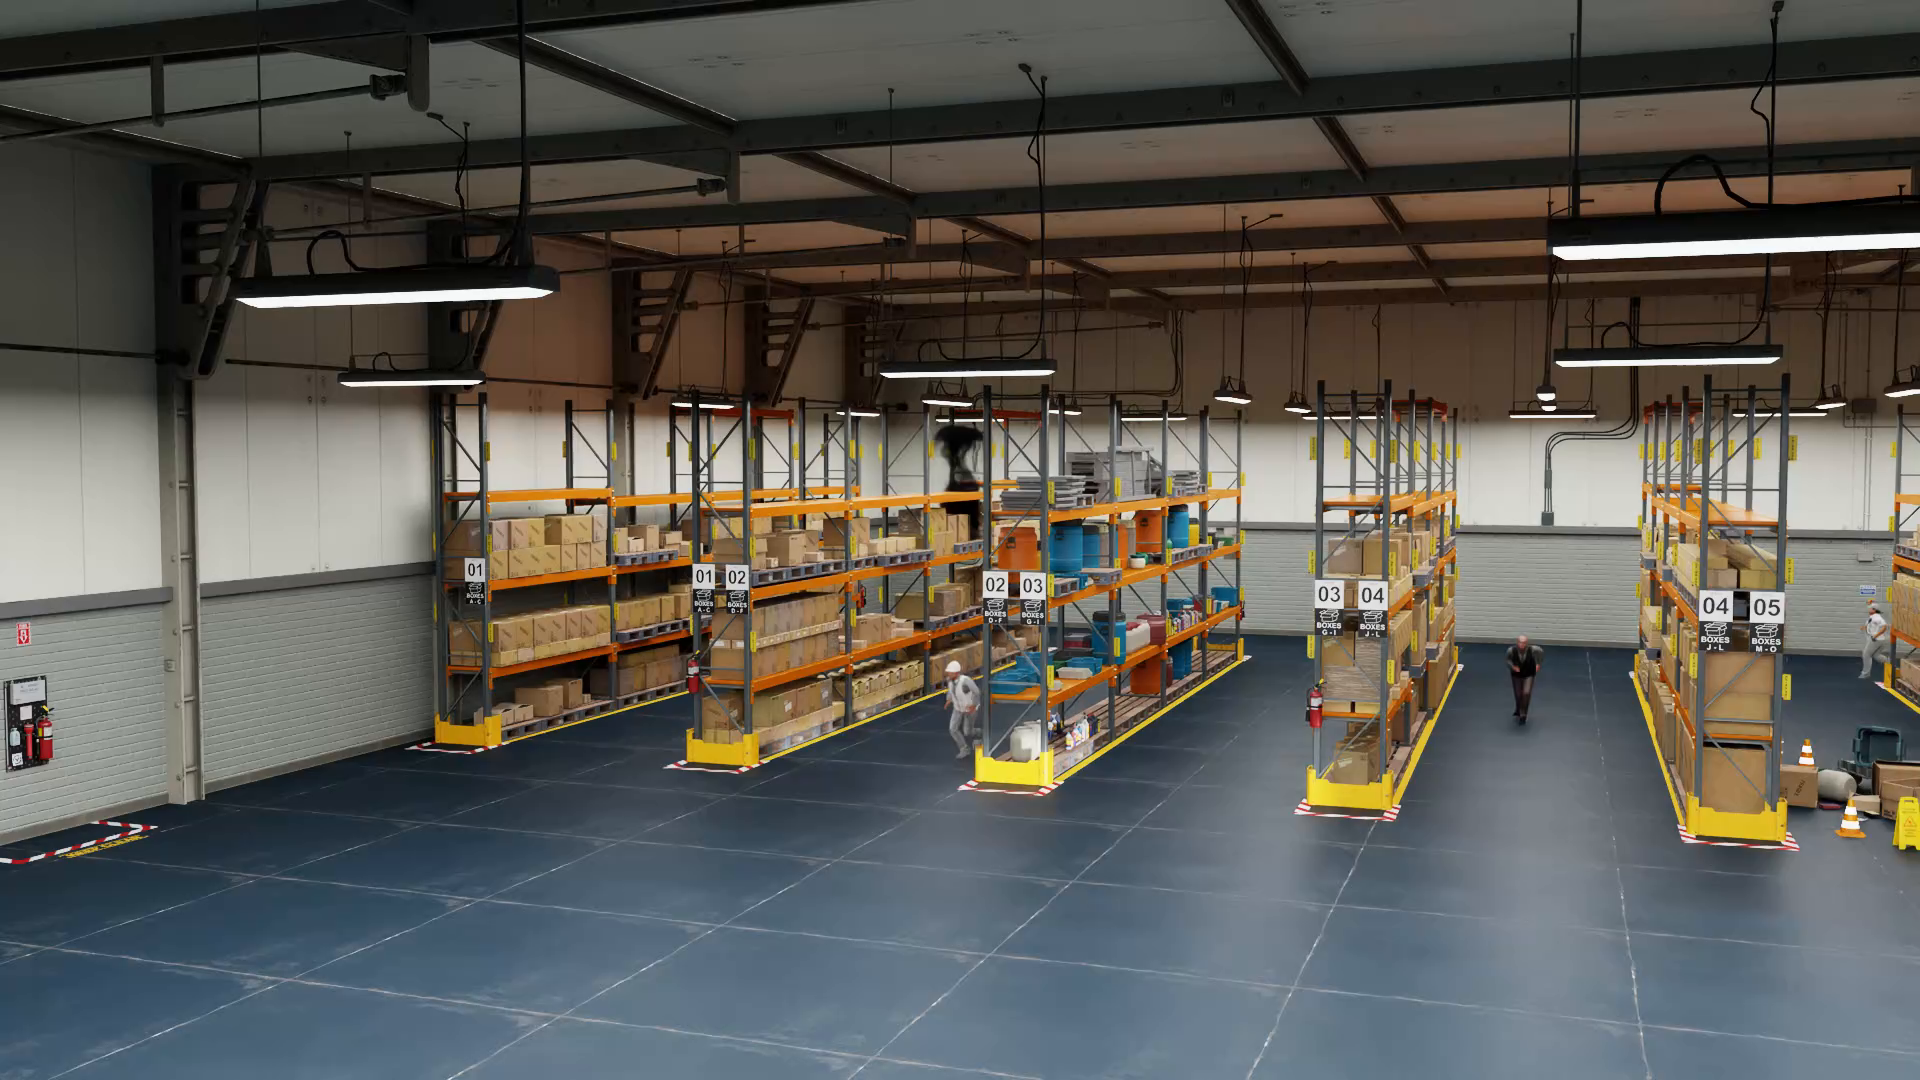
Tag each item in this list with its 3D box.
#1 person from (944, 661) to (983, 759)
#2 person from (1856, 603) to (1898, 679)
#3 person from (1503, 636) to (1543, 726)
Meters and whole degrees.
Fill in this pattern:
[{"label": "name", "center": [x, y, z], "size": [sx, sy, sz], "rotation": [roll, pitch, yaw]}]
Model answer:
[{"label": "person", "center": [0.110, 2.758, 27.240], "size": [0.671, 1.620, 1.016], "rotation": [2, 4, 37]}, {"label": "person", "center": [20.156, 2.242, 36.519], "size": [0.813, 1.704, 0.616], "rotation": [2, 3, 29]}, {"label": "person", "center": [10.410, 2.573, 30.764], "size": [0.701, 1.682, 0.973], "rotation": [1, 3, 17]}]
